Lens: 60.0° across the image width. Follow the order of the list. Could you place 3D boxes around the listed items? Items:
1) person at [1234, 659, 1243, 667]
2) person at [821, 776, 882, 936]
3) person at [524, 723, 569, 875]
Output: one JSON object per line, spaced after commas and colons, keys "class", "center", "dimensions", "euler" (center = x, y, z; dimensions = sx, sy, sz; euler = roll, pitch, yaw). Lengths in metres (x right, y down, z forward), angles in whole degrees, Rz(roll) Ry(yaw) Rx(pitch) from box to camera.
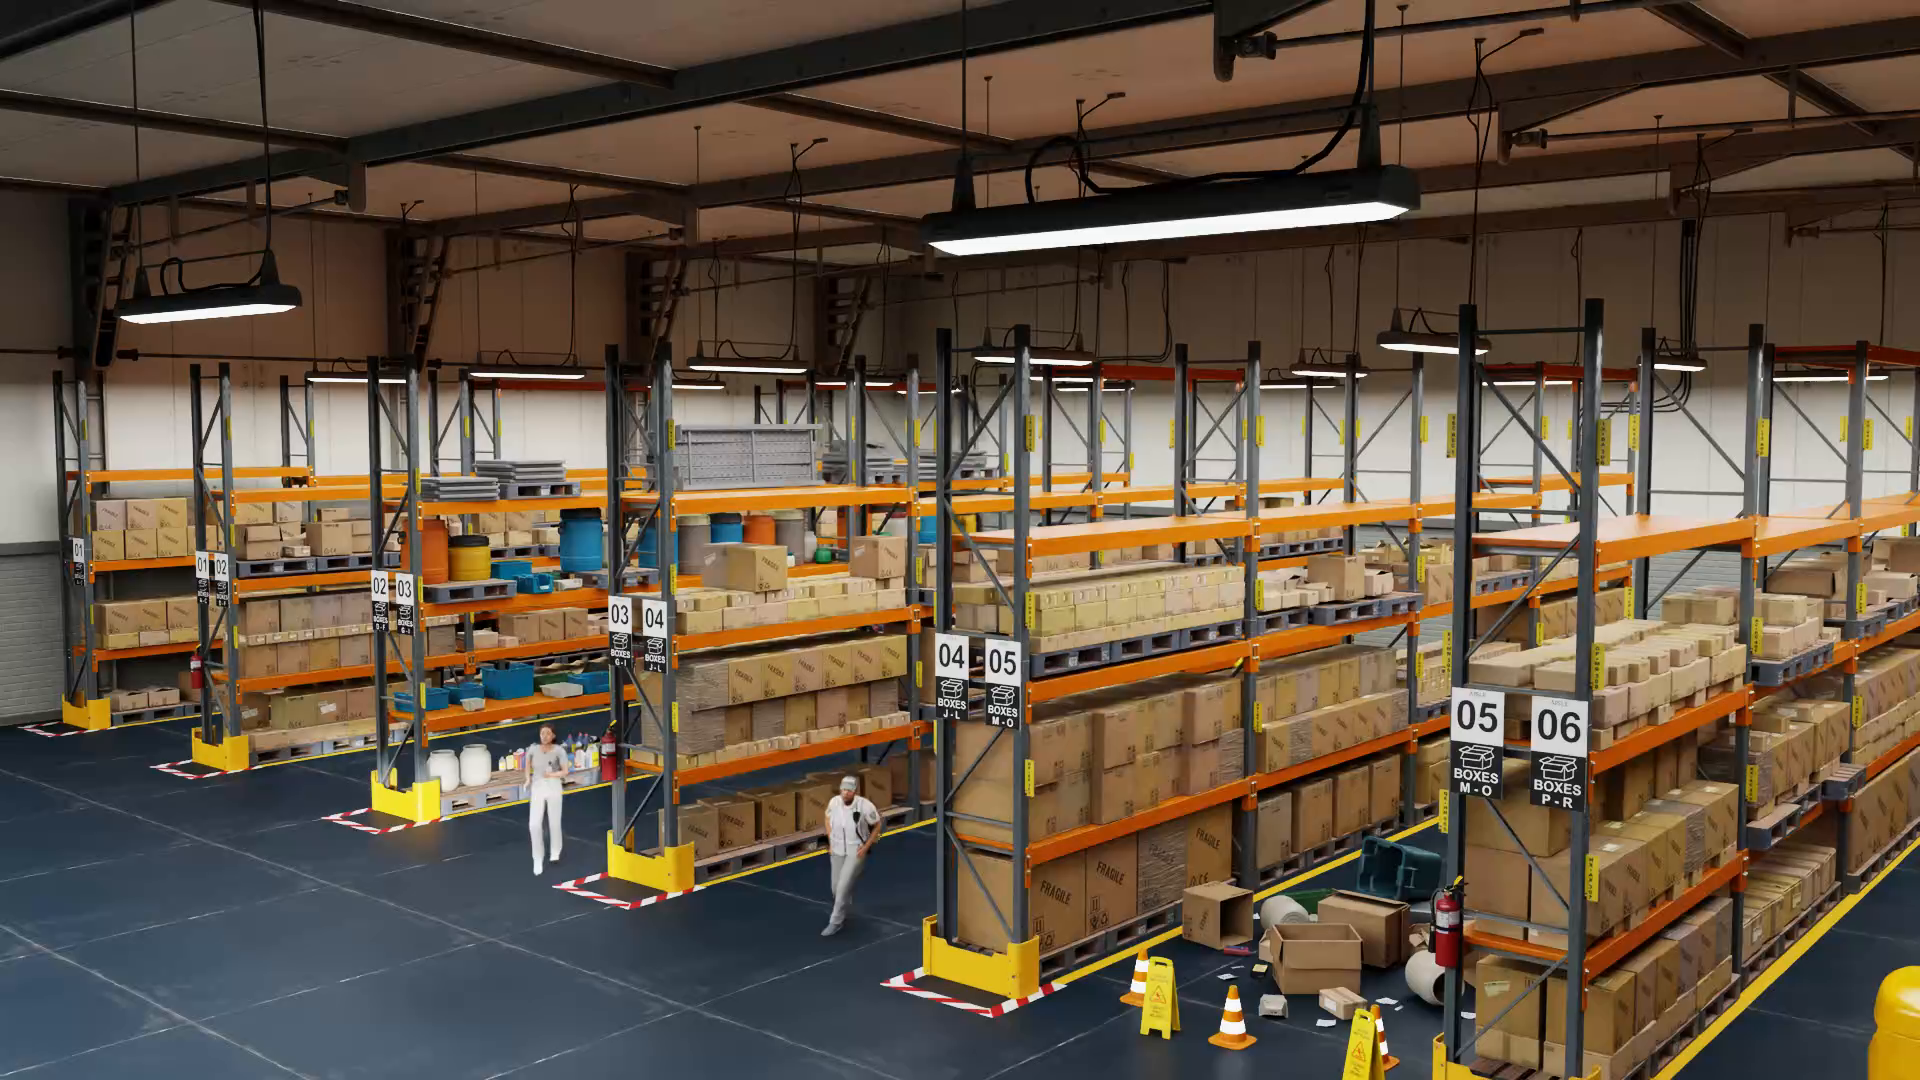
{"class": "person", "center": [4.097, 2.567, 23.858], "dimensions": [0.732, 1.765, 0.816], "euler": [3, 5, 33]}
{"class": "person", "center": [-1.077, 3.164, 16.927], "dimensions": [0.618, 1.623, 0.756], "euler": [1, 4, 12]}
{"class": "person", "center": [-4.756, 2.952, 19.117], "dimensions": [0.536, 1.716, 0.740], "euler": [0, 4, -6]}
